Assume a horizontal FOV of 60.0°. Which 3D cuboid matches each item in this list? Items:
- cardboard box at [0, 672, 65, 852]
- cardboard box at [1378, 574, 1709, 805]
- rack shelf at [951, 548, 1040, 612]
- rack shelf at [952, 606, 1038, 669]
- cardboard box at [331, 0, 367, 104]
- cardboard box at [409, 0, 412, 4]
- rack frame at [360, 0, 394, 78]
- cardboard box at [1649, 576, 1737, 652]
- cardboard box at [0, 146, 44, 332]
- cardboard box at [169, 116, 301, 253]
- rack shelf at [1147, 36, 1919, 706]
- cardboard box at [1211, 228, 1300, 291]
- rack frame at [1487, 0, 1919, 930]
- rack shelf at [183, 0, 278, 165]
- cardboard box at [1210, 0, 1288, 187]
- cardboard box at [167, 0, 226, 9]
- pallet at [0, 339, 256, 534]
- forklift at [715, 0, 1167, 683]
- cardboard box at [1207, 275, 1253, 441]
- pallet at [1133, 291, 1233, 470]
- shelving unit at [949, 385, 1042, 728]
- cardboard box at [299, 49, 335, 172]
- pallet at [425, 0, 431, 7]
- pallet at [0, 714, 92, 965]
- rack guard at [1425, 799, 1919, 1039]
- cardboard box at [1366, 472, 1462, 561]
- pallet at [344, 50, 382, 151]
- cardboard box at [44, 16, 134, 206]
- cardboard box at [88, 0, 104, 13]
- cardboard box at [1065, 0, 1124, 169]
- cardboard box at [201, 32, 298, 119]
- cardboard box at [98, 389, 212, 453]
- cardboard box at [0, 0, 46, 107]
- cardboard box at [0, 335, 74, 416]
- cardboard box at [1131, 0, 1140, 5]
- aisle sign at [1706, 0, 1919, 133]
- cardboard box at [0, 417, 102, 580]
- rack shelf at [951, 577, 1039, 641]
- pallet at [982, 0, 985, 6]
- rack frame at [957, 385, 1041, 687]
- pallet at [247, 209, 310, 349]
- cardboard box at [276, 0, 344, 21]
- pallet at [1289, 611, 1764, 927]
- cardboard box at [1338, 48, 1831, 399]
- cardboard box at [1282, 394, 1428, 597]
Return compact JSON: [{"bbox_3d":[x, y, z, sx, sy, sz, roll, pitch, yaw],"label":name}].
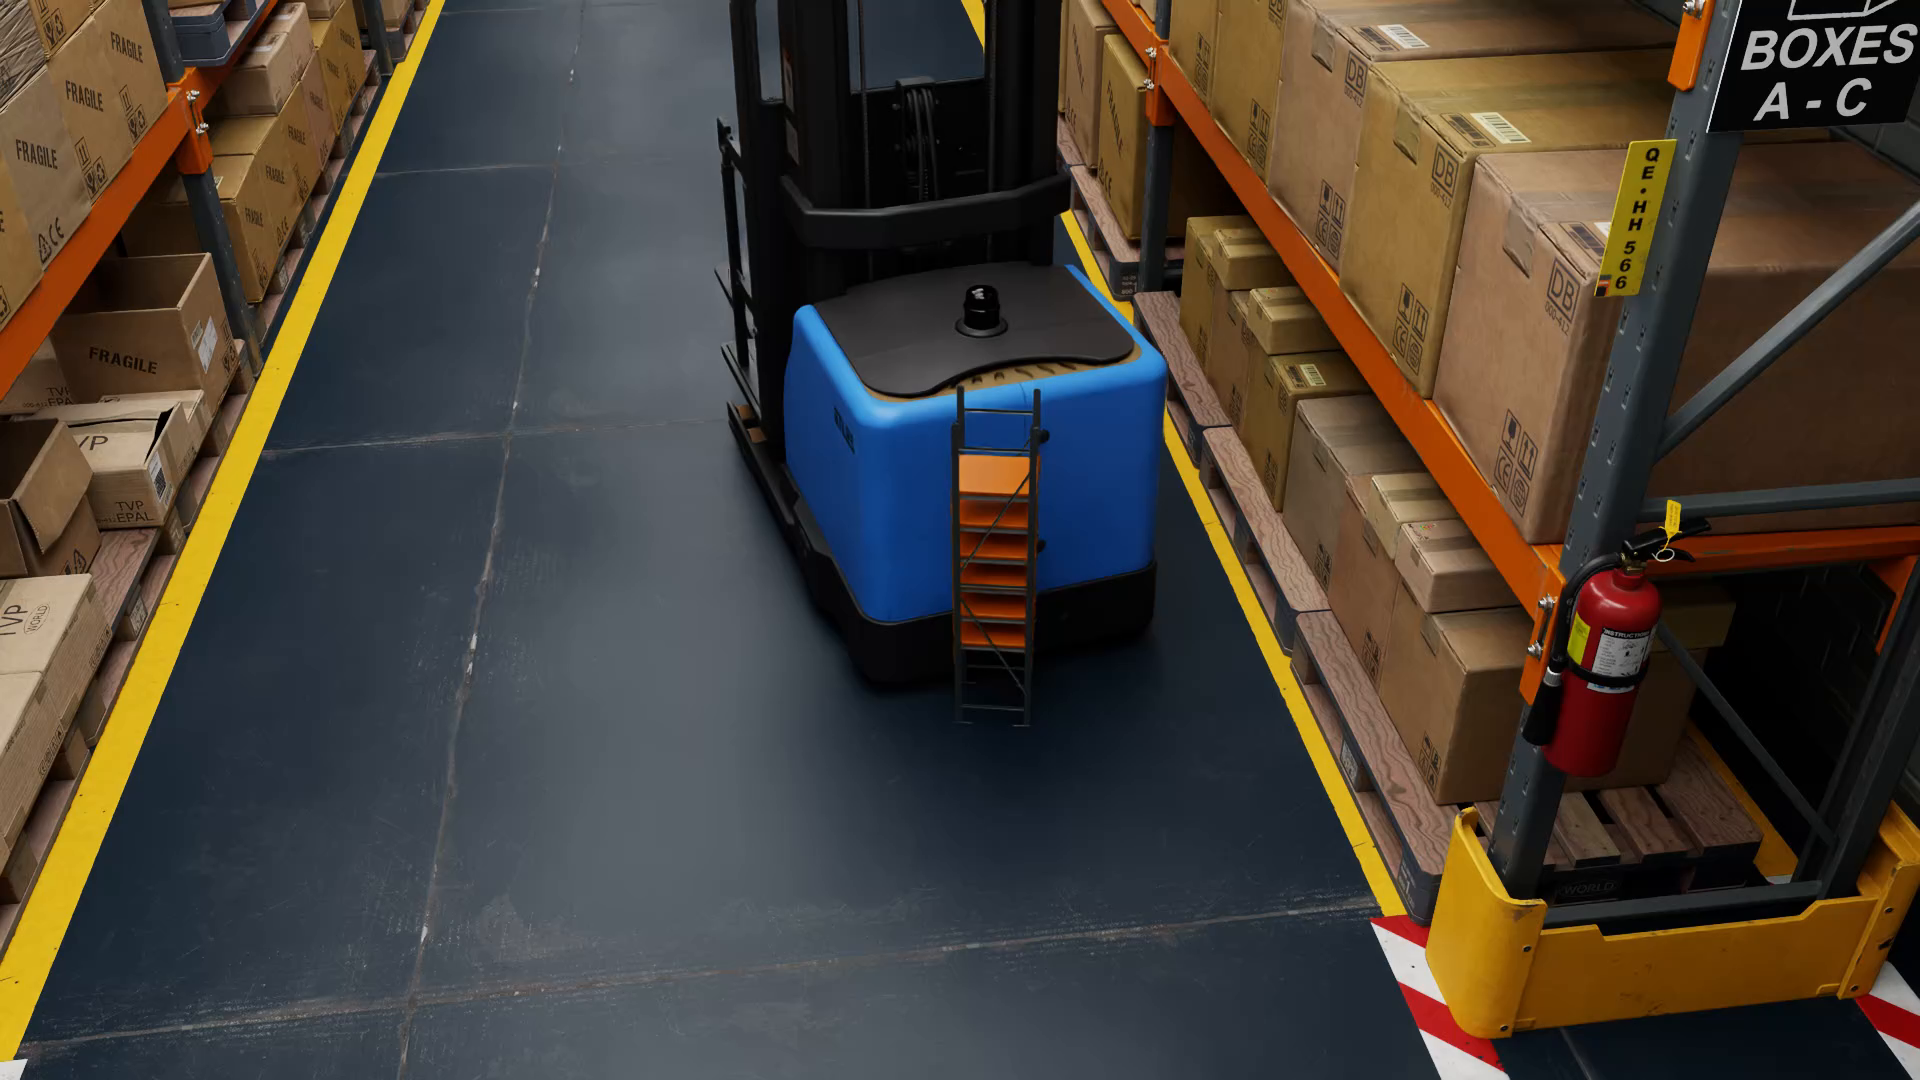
[{"bbox_3d":[-2.898,0.642,4.695,0.500,0.250,0.500,-4,35,-6],"label":"cardboard box"},{"bbox_3d":[1.676,0.391,4.860,0.700,0.500,0.500,-4,35,-6],"label":"cardboard box"},{"bbox_3d":[0.109,0.116,5.080,0.258,0.103,0.180,3,41,4],"label":"rack shelf"},{"bbox_3d":[0.111,0.299,5.235,0.258,0.103,0.180,3,41,4],"label":"rack shelf"},{"bbox_3d":[-3.756,-2.817,9.550,0.500,0.500,0.500,-3,34,-5],"label":"cardboard box"},{"bbox_3d":[-3.963,-3.805,11.238,0.500,0.250,0.500,-5,35,-8],"label":"cardboard box"},{"bbox_3d":[-4.115,-4.173,9.709,1.000,3.000,0.127,-4,35,-6],"label":"rack frame"},{"bbox_3d":[1.891,0.177,4.597,0.380,0.149,0.250,-4,34,-6],"label":"cardboard box"},{"bbox_3d":[-3.042,-0.864,4.766,0.500,0.500,0.500,-4,34,-6],"label":"cardboard box"},{"bbox_3d":[-3.483,-1.675,7.873,0.500,0.500,0.500,-4,34,-6],"label":"cardboard box"},{"bbox_3d":[1.600,-0.905,5.552,1.077,0.370,4.000,-4,35,-6],"label":"rack shelf"},{"bbox_3d":[1.196,-1.096,6.466,0.380,0.149,0.250,-3,34,-5],"label":"cardboard box"},{"bbox_3d":[1.869,-0.086,3.712,1.000,3.000,0.127,-4,35,-6],"label":"rack frame"},{"bbox_3d":[-3.846,-2.759,8.274,1.077,0.370,4.000,-4,35,-6],"label":"rack shelf"},{"bbox_3d":[1.481,-1.730,5.859,0.980,0.700,0.700,-5,35,-8],"label":"cardboard box"},{"bbox_3d":[-3.419,-2.437,6.700,0.700,0.500,0.500,-16,37,-22],"label":"cardboard box"},{"bbox_3d":[-3.485,-0.405,6.657,1.003,0.211,1.213,-4,35,-6],"label":"pallet"},{"bbox_3d":[-0.308,-1.569,5.950,1.130,2.935,3.031,-11,36,-16],"label":"forklift"},{"bbox_3d":[1.395,-0.753,6.538,0.700,0.500,0.500,-5,35,-7],"label":"cardboard box"},{"bbox_3d":[1.356,-0.735,7.142,1.003,0.211,1.213,-4,35,-6],"label":"pallet"},{"bbox_3d":[0.108,0.082,5.051,0.258,1.200,0.189,3,41,4],"label":"shelving unit"},{"bbox_3d":[-3.610,-2.236,8.697,0.500,0.500,0.500,-6,35,-8],"label":"cardboard box"},{"bbox_3d":[-4.348,-4.162,12.170,1.003,0.211,1.213,-4,35,-6],"label":"pallet"},{"bbox_3d":[-3.157,0.957,4.659,1.003,0.211,1.213,-4,35,-6],"label":"pallet"},{"bbox_3d":[1.873,0.961,4.396,1.175,0.500,0.348,-4,35,-6],"label":"rack guard"},{"bbox_3d":[1.443,-0.078,4.971,0.380,0.149,0.250,-3,34,-5],"label":"cardboard box"},{"bbox_3d":[-4.052,-2.601,9.879,1.003,0.211,1.213,-4,35,-6],"label":"pallet"},{"bbox_3d":[-3.185,-1.435,5.603,0.500,0.500,0.500,-3,34,-5],"label":"cardboard box"},{"bbox_3d":[-3.252,-2.133,5.739,0.500,0.500,0.500,-4,34,-6],"label":"cardboard box"},{"bbox_3d":[0.993,-2.452,8.720,0.750,0.750,0.750,-3,34,-5],"label":"cardboard box"},{"bbox_3d":[-3.535,-2.246,8.045,0.500,0.250,0.500,-4,35,-6],"label":"cardboard box"},{"bbox_3d":[-3.109,-0.443,6.378,0.380,0.149,0.250,-4,35,-6],"label":"cardboard box"},{"bbox_3d":[-3.113,-1.566,4.907,0.500,0.500,0.500,-4,34,-6],"label":"cardboard box"},{"bbox_3d":[-3.735,-0.761,6.700,0.500,0.311,0.500,-4,35,-6],"label":"cardboard box"},{"bbox_3d":[0.948,-2.529,7.502,0.380,0.149,0.250,-4,34,-5],"label":"cardboard box"},{"bbox_3d":[1.582,-1.097,2.888,0.394,0.787,0.004,-4,35,-6],"label":"aisle sign"},{"bbox_3d":[-3.319,-0.043,5.475,0.797,0.503,0.637,-4,35,-6],"label":"cardboard box"},{"bbox_3d":[0.110,0.208,5.157,0.258,0.103,0.180,3,41,4],"label":"rack shelf"},{"bbox_3d":[0.690,-3.834,11.688,1.003,0.211,1.213,-4,35,-6],"label":"pallet"},{"bbox_3d":[0.116,0.023,5.120,0.240,1.200,0.006,3,41,4],"label":"rack frame"},{"bbox_3d":[-3.724,-1.239,7.881,1.003,0.211,1.213,-4,35,-6],"label":"pallet"},{"bbox_3d":[-3.745,-3.096,9.293,0.500,0.250,0.500,-3,34,-5],"label":"cardboard box"},{"bbox_3d":[1.684,0.626,5.144,1.003,0.211,1.213,-4,35,-6],"label":"pallet"},{"bbox_3d":[1.682,-0.899,4.639,0.980,0.700,0.700,-5,35,-7],"label":"cardboard box"},{"bbox_3d":[1.540,-0.169,5.681,0.700,0.500,0.500,-5,35,-8],"label":"cardboard box"}]
